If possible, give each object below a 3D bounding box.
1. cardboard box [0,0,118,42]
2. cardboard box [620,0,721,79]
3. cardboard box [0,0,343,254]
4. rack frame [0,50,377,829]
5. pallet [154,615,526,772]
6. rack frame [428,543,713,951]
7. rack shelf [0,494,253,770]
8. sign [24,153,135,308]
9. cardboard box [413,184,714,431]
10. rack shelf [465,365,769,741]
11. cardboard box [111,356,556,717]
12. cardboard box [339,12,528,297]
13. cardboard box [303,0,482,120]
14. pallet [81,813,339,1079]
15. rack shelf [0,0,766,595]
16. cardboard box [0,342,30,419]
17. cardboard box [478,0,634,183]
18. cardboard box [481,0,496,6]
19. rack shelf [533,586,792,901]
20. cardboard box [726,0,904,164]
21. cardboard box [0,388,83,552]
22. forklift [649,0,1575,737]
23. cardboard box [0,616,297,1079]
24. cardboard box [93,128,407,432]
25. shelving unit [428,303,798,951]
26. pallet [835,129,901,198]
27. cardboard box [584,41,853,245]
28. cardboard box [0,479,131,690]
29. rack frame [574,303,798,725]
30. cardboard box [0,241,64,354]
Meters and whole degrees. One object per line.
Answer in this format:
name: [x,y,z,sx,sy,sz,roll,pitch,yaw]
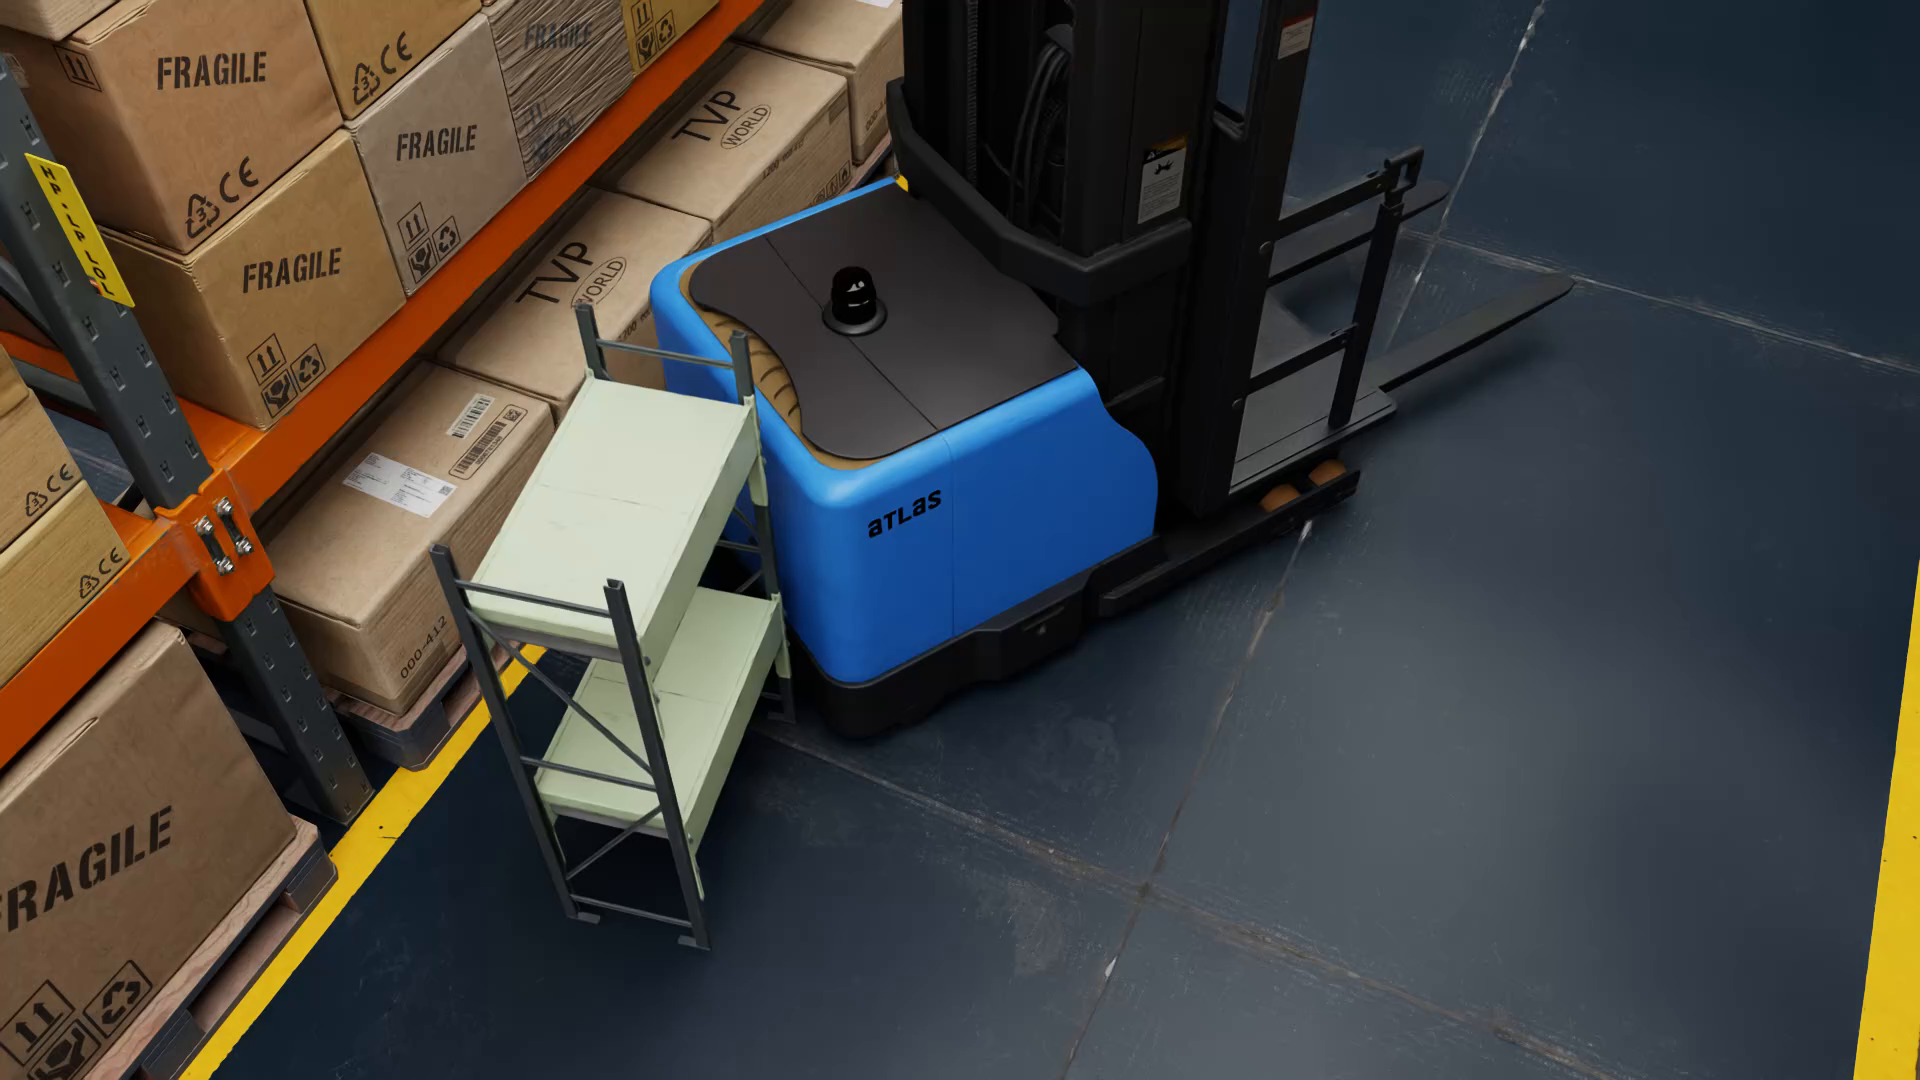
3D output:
cardboard box: [-1.739,-1.084,3.054,0.380,0.149,0.250,19,52,16]
cardboard box: [-1.014,-1.695,4.657,0.500,0.500,0.500,21,53,17]
cardboard box: [-1.686,-0.990,3.400,0.500,0.500,0.500,20,53,16]
rack frame: [-2.109,-0.384,3.607,1.000,3.000,0.127,20,52,16]
pallet: [-1.713,0.021,5.093,1.003,0.211,1.213,20,52,16]
rack frame: [-0.844,0.539,3.803,0.400,1.500,0.023,11,50,9]
rack shelf: [-2.963,1.226,2.709,1.077,0.370,4.000,20,52,16]
sign: [-1.614,-0.564,3.052,0.100,0.325,0.005,20,52,16]
cardboard box: [-1.362,-0.704,5.286,0.875,0.438,0.875,18,52,15]
rack shelf: [-0.756,0.015,3.737,0.431,0.370,0.720,11,50,9]
cardboard box: [-1.744,-0.087,4.761,0.875,0.438,0.875,19,52,16]
cardboard box: [-1.453,-1.000,4.065,0.500,0.500,0.500,20,53,16]
cardboard box: [-1.465,-1.335,3.695,0.500,0.500,0.500,19,52,16]
pallet: [-2.370,1.075,4.196,1.003,0.211,1.213,20,52,16]
rack shelf: [-1.254,-1.528,5.053,1.077,0.370,4.000,20,52,16]
cardboard box: [-2.073,-0.351,2.857,0.500,0.500,0.500,21,53,17]
cardboard box: [-1.235,-1.340,4.355,0.500,0.500,0.500,20,53,16]
cardboard box: [-1.236,-1.684,3.992,0.500,0.500,0.500,21,53,17]
rack shelf: [-0.754,0.481,4.281,0.431,0.370,0.720,11,50,9]
cardboard box: [-0.591,-1.957,6.352,0.875,0.438,0.875,18,52,15]
cardboard box: [-2.077,-0.115,3.148,0.500,0.250,0.500,20,52,16]
forklift: [0.665,-1.278,4.413,3.031,2.935,1.130,-26,54,-21]
cardboard box: [-2.301,0.621,3.871,0.875,0.875,0.875,21,53,17]
cardboard box: [-1.672,-0.654,3.772,0.500,0.500,0.500,21,53,17]
shelving unit: [-0.755,0.269,4.034,0.431,1.500,0.755,11,50,9]
pallet: [-0.671,-1.659,6.523,1.003,0.211,1.213,20,52,16]
cardboard box: [-0.975,-1.324,5.814,0.875,0.438,0.875,21,53,17]
cardboard box: [-2.072,0.055,3.332,0.500,0.250,0.500,19,52,15]
rack frame: [-0.665,0.000,4.265,0.400,1.500,0.023,11,50,9]
cardboard box: [-2.142,-0.819,3.912,0.500,0.500,0.500,20,53,16]
